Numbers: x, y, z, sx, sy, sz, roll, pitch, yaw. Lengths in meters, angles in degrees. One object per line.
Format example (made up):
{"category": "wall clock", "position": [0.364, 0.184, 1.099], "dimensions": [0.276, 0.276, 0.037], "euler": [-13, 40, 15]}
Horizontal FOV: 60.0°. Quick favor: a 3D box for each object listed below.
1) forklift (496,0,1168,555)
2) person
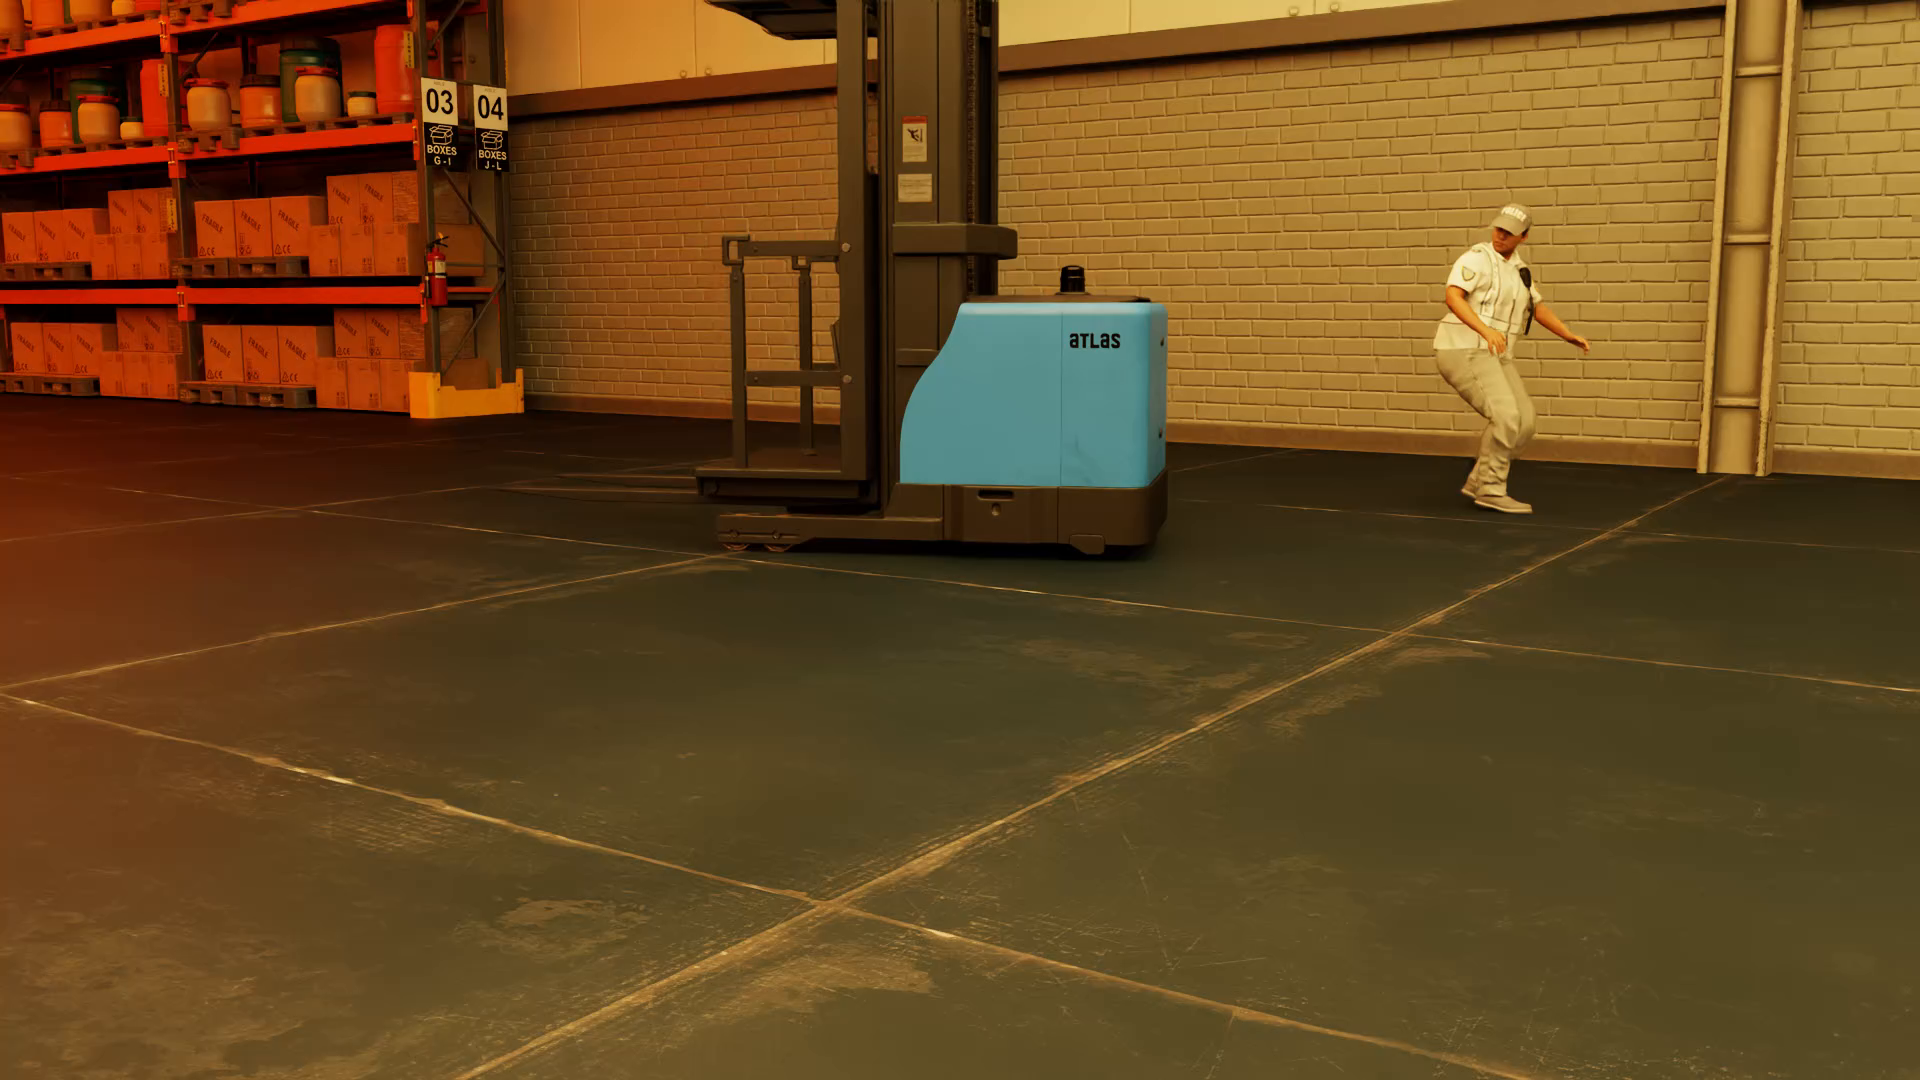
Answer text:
{"category": "forklift", "position": [-0.596, -1.469, 7.520], "dimensions": [3.031, 2.935, 1.130], "euler": [2, 8, 12]}
{"category": "person", "position": [2.836, -0.929, 8.622], "dimensions": [0.688, 1.604, 0.725], "euler": [8, 11, 43]}
